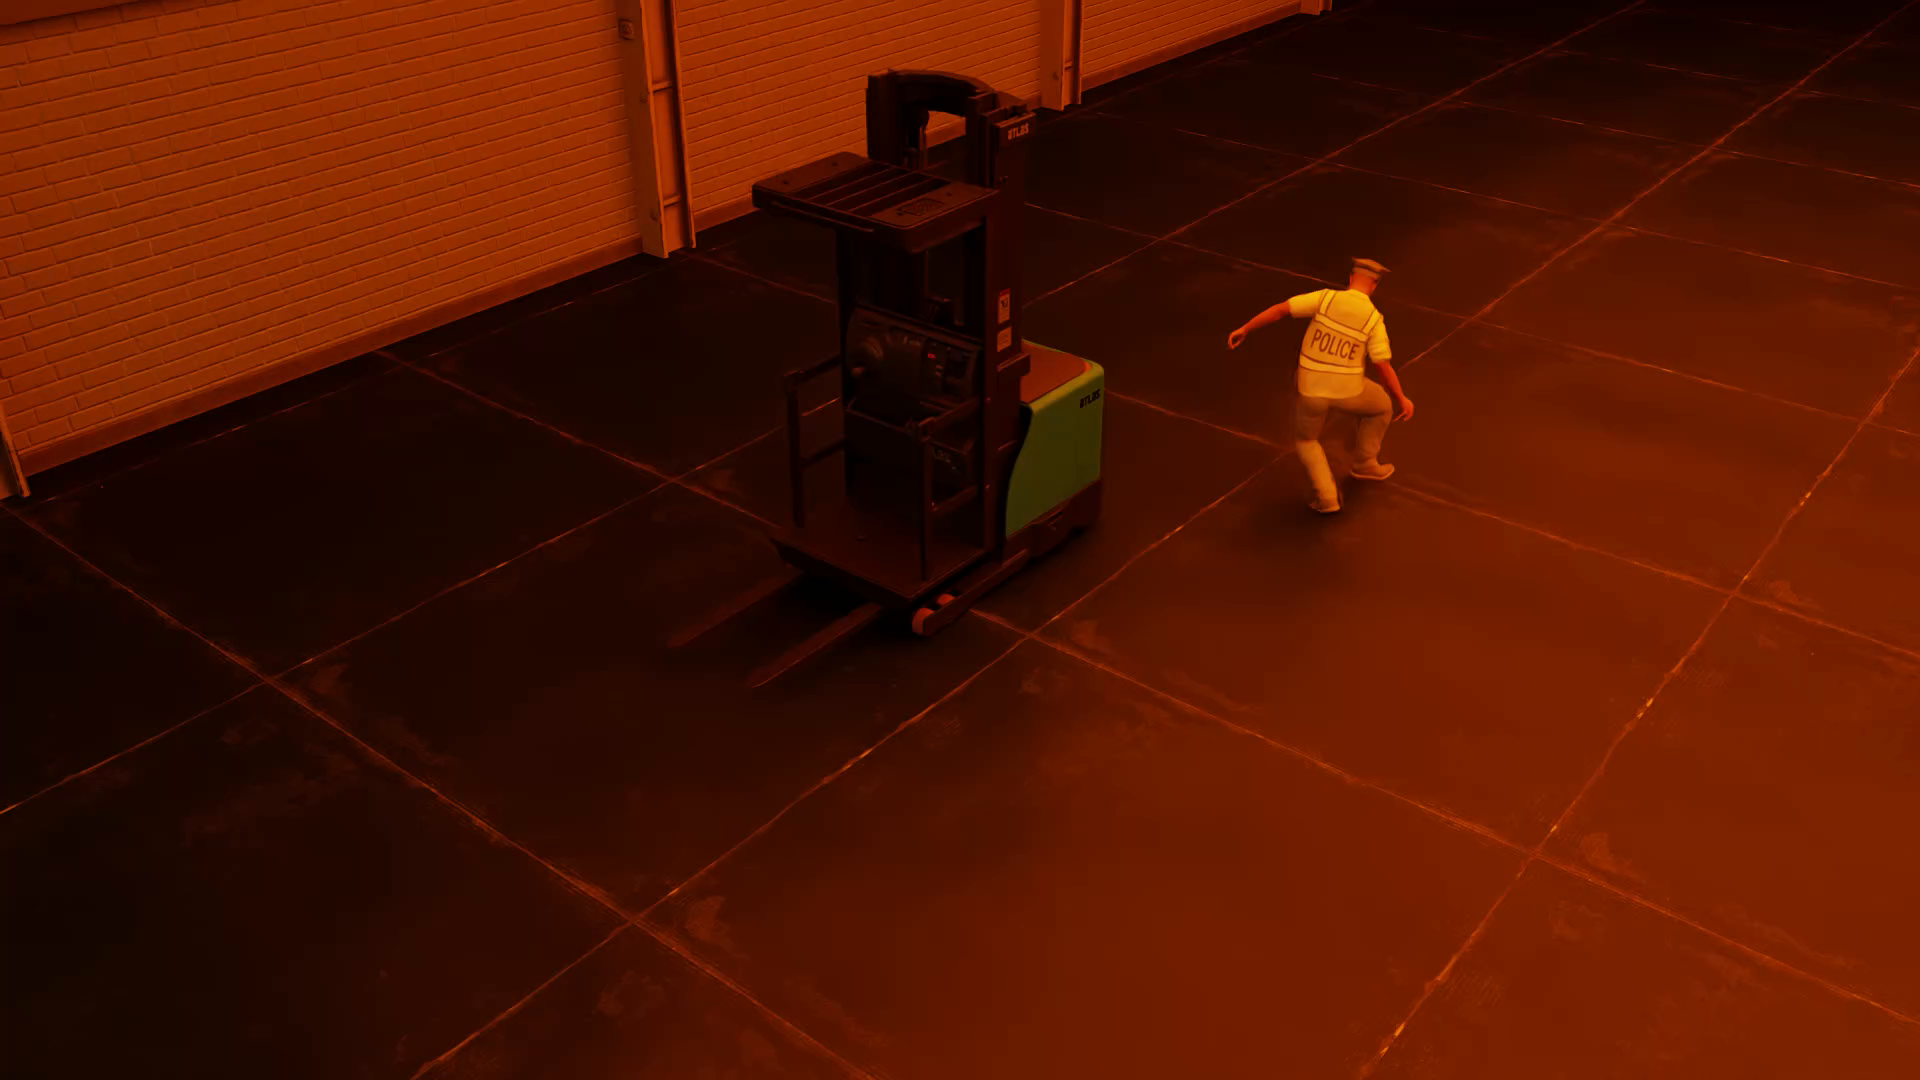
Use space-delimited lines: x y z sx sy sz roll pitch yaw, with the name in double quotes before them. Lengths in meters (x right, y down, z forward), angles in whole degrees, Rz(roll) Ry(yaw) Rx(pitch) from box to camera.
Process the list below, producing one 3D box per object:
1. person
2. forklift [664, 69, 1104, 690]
"person" 2.307 -0.973 10.672 1.205 1.685 0.623 7 31 12
"forklift" -0.410 -0.992 9.292 1.130 2.935 3.031 22 37 33
